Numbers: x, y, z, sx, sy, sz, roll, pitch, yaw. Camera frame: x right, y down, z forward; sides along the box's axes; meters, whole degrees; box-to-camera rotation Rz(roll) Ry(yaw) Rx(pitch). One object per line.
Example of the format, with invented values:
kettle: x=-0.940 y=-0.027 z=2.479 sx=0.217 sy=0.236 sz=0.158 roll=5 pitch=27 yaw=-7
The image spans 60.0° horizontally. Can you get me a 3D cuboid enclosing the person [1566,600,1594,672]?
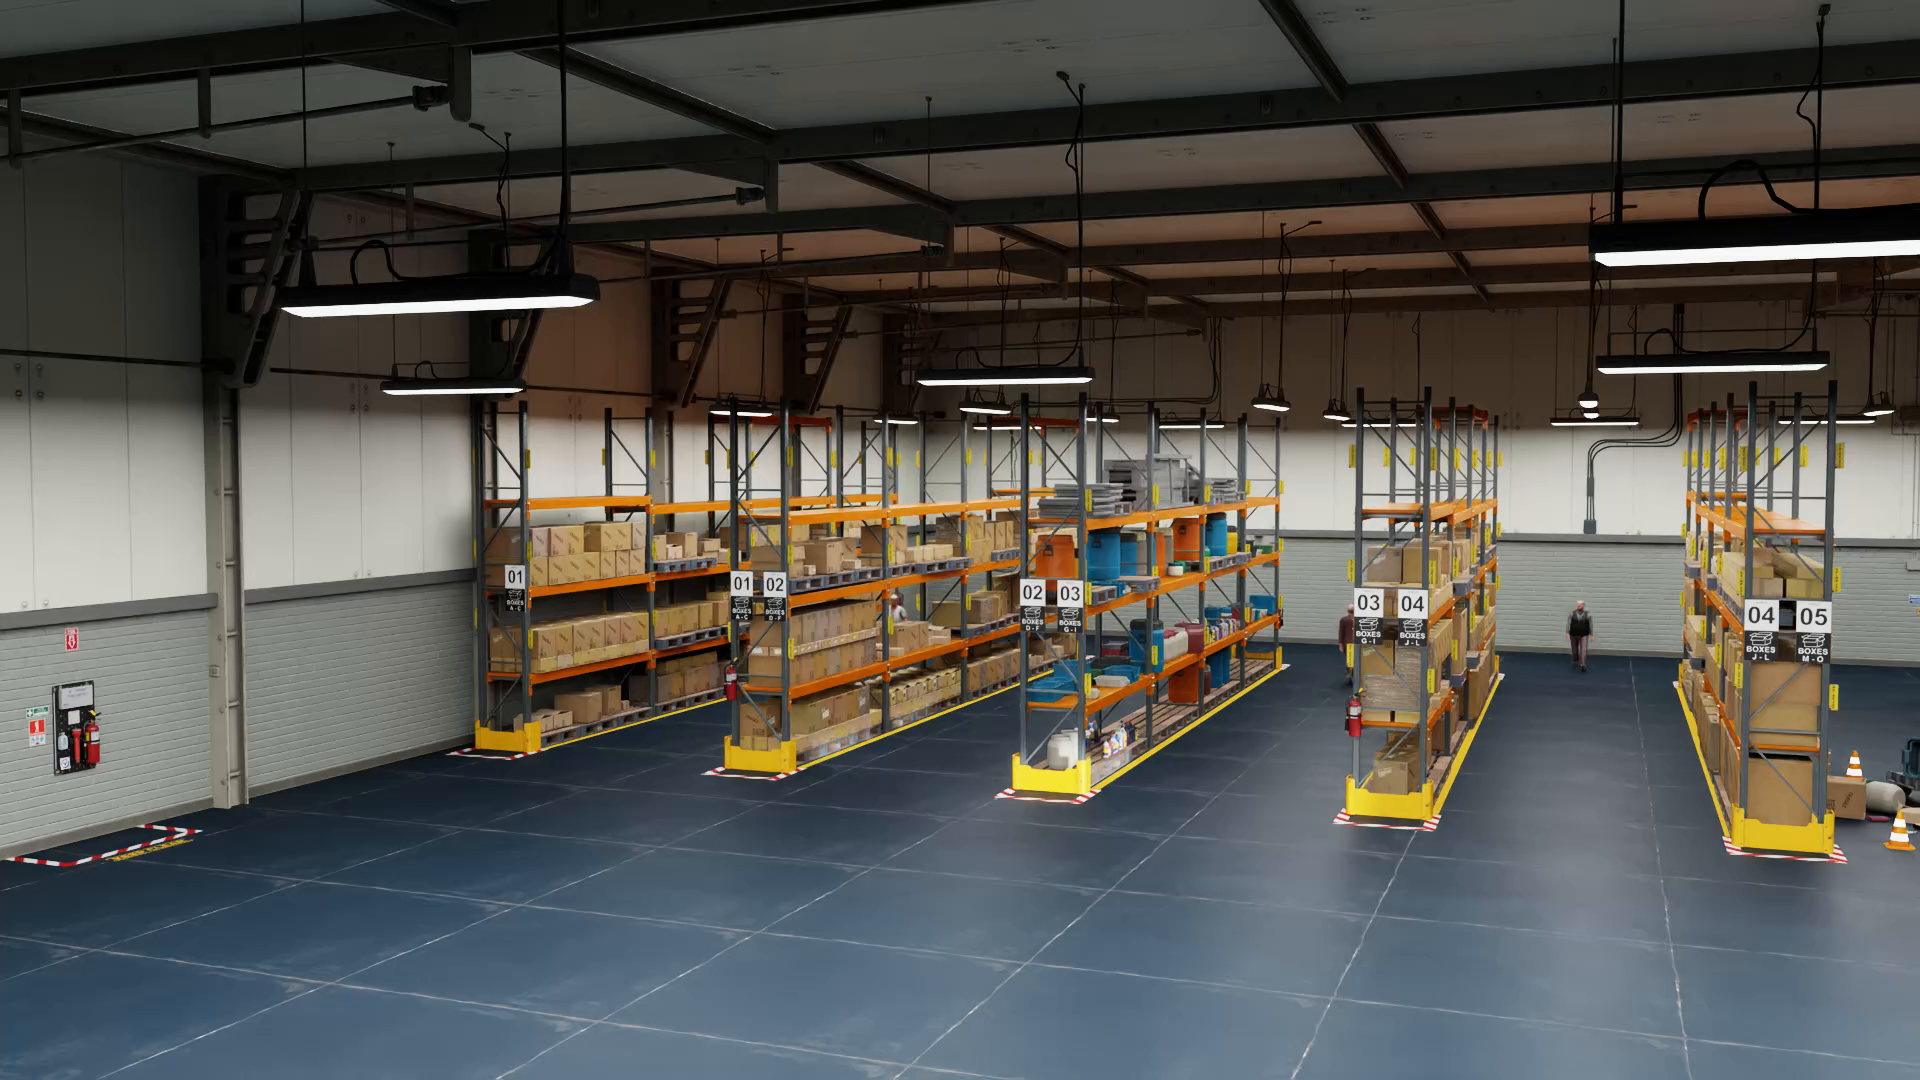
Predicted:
person: x=14.610 y=2.256 z=39.199 sx=0.620 sy=1.669 sz=1.084 roll=1 pitch=3 yaw=18

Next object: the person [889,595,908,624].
person: x=-1.585 y=2.208 z=39.922 sx=0.725 sy=1.818 sz=0.787 roll=1 pitch=3 yaw=16

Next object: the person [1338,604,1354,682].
person: x=8.739 y=2.312 z=37.048 sx=0.609 sy=1.765 sz=0.934 roll=2 pitch=3 yaw=36
